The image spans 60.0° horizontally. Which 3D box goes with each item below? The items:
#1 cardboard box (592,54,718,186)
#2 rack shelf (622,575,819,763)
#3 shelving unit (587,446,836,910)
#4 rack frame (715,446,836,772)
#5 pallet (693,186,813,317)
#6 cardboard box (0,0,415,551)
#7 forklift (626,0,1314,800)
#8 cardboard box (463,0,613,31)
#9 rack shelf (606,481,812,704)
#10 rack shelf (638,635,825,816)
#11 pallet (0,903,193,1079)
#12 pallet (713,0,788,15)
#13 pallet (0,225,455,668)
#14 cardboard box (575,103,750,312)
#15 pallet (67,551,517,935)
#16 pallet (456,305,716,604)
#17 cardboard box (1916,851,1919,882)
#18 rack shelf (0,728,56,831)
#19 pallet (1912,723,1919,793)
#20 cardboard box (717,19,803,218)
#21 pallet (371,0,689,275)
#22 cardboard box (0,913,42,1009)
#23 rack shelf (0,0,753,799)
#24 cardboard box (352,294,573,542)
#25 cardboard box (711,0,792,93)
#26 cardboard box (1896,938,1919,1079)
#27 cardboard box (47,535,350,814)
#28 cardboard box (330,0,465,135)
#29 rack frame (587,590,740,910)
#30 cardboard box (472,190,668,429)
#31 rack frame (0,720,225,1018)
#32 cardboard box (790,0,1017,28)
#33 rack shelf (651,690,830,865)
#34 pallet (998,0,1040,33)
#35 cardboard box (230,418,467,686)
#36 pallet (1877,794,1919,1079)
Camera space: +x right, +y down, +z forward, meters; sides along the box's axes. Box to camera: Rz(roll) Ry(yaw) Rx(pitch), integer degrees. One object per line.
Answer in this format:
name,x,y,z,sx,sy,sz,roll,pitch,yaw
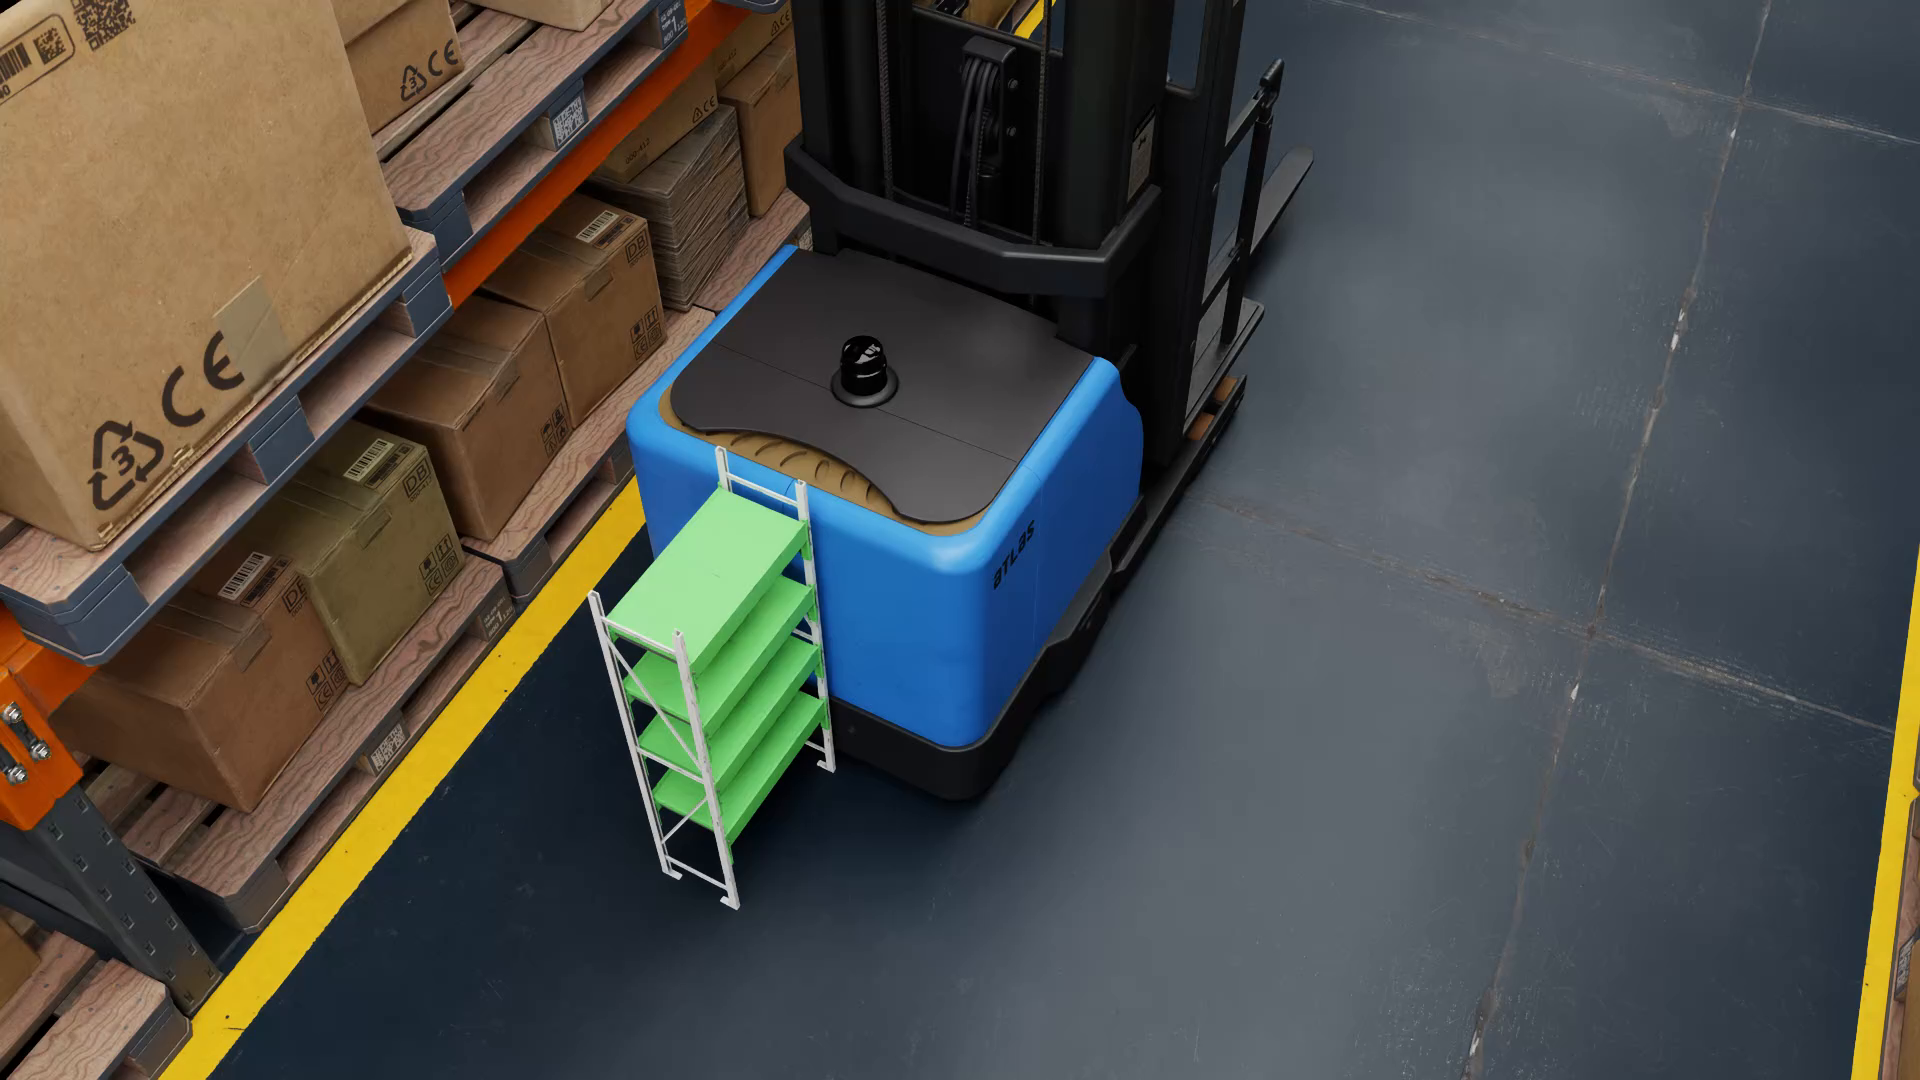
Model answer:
cardboard box,-1.142,-1.455,5.379,0.500,0.250,0.500,25,54,20
rack shelf,-0.576,0.268,4.003,0.258,0.148,0.480,23,53,18
shelving unit,-0.576,0.382,4.137,0.258,1.200,0.503,23,53,18
rack frame,-0.459,0.219,4.276,0.240,1.200,0.015,23,53,18
pallet,-1.001,-1.278,6.199,1.003,0.211,1.213,20,52,16
cardboard box,-1.909,-0.797,3.289,1.000,1.000,1.000,20,53,16
forklift,0.299,-1.366,4.488,1.130,2.935,3.031,23,53,18
cardboard box,-1.134,-1.576,4.434,0.396,0.266,0.258,18,52,15
rack shelf,-0.576,0.112,3.820,0.258,0.148,0.480,23,53,18
rack shelf,-0.576,0.423,4.186,0.258,0.148,0.480,23,53,18
pallet,-2.630,1.413,3.909,1.003,0.211,1.213,20,52,16
pallet,-0.874,-2.132,5.220,1.213,0.211,1.003,20,52,16
pallet,-1.917,-0.382,3.731,1.003,0.211,1.213,20,52,16
cardboard box,-1.160,-1.198,5.652,0.700,0.500,0.500,16,51,13
pallet,-2.044,0.402,4.769,1.003,0.211,1.213,20,52,16
pallet,-1.524,-0.441,5.487,1.003,0.211,1.213,20,52,16
cardboard box,3.064,0.550,4.014,1.050,0.750,0.750,21,53,17
rack shelf,-3.229,1.645,2.353,1.077,0.370,4.000,20,52,16
pallet,3.370,0.386,4.783,1.003,0.211,1.213,20,52,16
cardboard box,-0.934,-1.584,5.981,0.700,0.500,0.500,17,52,14
pallet,-1.475,-1.281,4.496,1.003,0.211,1.213,20,52,16
cardboard box,-2.582,0.971,3.819,0.500,0.500,0.500,18,52,15
rack shelf,-1.520,-1.109,4.697,1.077,0.370,4.000,20,52,16
cardboard box,-1.634,-0.421,4.991,0.700,0.500,0.500,16,51,13
cardboard box,-0.925,-1.824,5.692,0.500,0.250,0.500,22,53,18
cardboard box,2.666,1.192,3.468,1.050,0.750,0.750,20,52,16
cardboard box,-2.093,0.287,4.389,0.700,0.500,0.500,16,52,13
cardboard box,-1.718,-1.358,4.093,0.797,0.503,0.637,25,54,20
rack frame,-0.693,0.545,3.998,0.240,1.200,0.015,23,53,18
cardboard box,-1.395,-0.805,5.318,0.700,0.500,0.500,24,54,19
rack frame,-2.375,0.035,3.251,1.000,3.000,0.127,20,52,16
cardboard box,-0.352,-2.635,6.642,1.225,0.875,0.875,18,52,14
rack shelf,-0.576,0.579,4.369,0.258,0.148,0.480,23,53,18
pallet,-0.261,-2.334,7.098,1.003,0.211,1.213,20,52,16
cardboard box,-1.872,-0.036,4.663,0.700,0.500,0.500,20,52,16
pallet,2.848,1.223,4.071,1.003,0.211,1.213,20,52,16
